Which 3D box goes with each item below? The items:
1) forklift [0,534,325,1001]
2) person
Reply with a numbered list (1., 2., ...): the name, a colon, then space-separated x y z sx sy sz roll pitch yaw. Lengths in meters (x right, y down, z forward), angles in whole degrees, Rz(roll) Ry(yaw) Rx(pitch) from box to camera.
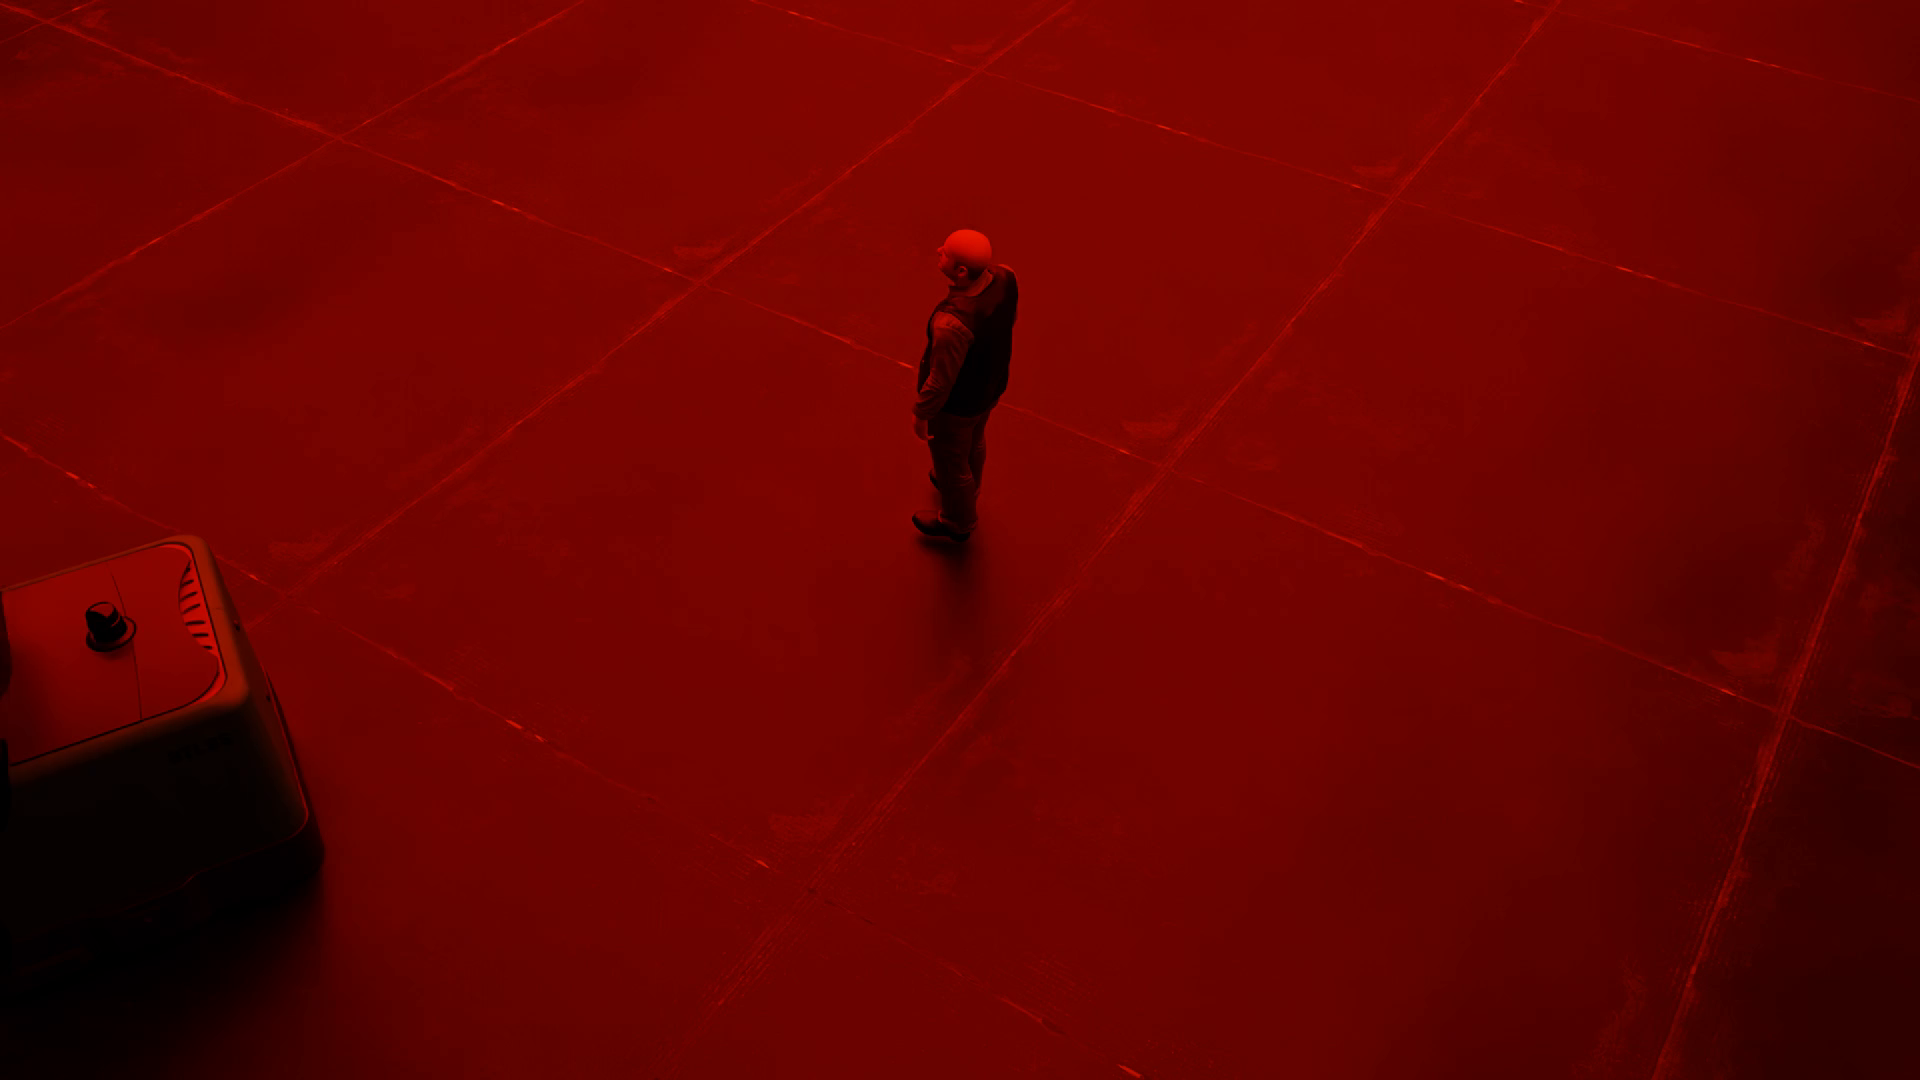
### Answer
1. forklift: -4.055 0.439 5.386 3.031 2.935 1.130 -20 47 -20
2. person: -0.049 -0.687 7.383 0.566 1.722 0.633 24 48 23
